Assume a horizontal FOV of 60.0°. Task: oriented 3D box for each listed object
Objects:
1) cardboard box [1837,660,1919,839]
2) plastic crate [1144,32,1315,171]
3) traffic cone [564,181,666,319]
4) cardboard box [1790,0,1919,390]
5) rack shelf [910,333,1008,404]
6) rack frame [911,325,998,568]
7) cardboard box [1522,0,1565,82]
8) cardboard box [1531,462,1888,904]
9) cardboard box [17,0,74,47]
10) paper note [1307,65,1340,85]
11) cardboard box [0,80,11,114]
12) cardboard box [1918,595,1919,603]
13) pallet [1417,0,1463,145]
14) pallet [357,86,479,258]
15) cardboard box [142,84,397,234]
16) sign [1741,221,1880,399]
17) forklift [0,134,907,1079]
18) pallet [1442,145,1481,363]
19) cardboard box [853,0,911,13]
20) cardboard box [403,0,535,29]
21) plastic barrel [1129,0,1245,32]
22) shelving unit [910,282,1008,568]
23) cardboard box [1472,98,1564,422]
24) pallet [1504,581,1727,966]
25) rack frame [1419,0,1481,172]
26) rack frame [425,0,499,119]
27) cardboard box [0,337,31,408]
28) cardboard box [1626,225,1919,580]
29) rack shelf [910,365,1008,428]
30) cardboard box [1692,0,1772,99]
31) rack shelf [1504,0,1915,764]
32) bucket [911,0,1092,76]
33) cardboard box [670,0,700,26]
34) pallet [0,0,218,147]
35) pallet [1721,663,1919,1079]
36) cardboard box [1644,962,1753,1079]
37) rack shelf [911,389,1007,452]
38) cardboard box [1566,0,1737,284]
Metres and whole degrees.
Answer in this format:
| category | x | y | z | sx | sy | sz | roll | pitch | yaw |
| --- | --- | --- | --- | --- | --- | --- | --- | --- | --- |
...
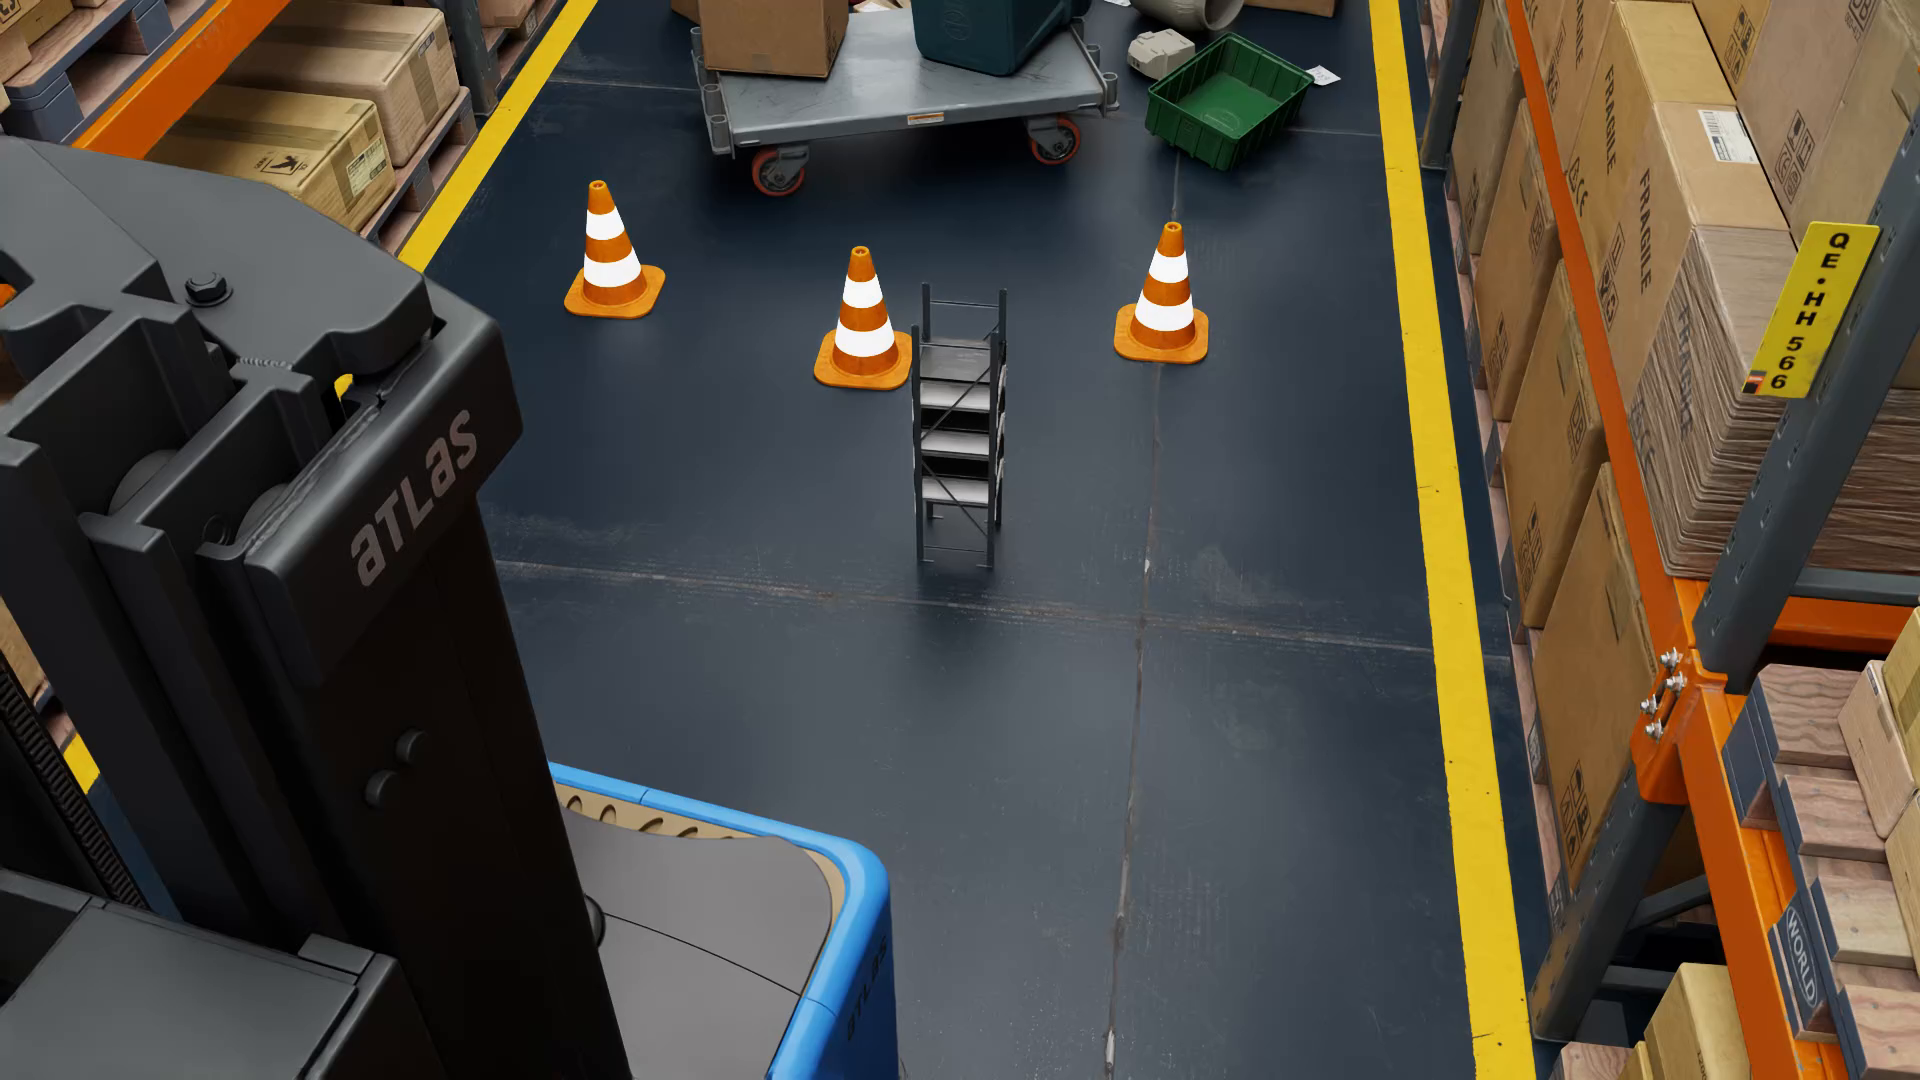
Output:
| category | x | y | z | sx | sy | sz | roll | pitch | yaw |
| --- | --- | --- | --- | --- | --- | --- | --- | --- | --- |
| cardboard box | 1.617 | 0.340 | 2.587 | 0.380 | 0.149 | 0.250 | 5 | 44 | 5 |
| plastic crate | 1.130 | -1.849 | 7.024 | 0.450 | 0.188 | 0.662 | 35 | 53 | 18 |
| traffic cone | -1.291 | -1.099 | 6.074 | 0.336 | 0.463 | 0.334 | 5 | 44 | 6 |
| cardboard box | 1.946 | -0.590 | 2.891 | 0.700 | 0.500 | 0.500 | 5 | 44 | 5 |
| rack shelf | -0.001 | -0.493 | 4.772 | 0.258 | 0.077 | 0.200 | 5 | 44 | 6 |
| rack frame | -0.015 | -0.252 | 4.862 | 0.240 | 0.900 | 0.006 | 5 | 44 | 6 |
| cardboard box | 1.934 | -1.629 | 4.716 | 0.500 | 0.500 | 0.500 | 5 | 44 | 5 |
| cardboard box | 2.046 | 0.372 | 4.006 | 1.050 | 0.750 | 0.750 | 5 | 44 | 5 |
| cardboard box | -2.654 | -1.457 | 4.485 | 0.380 | 0.149 | 0.250 | 7 | 44 | 7 |
| paper note | 1.596 | -2.074 | 7.418 | 0.147 | 0.020 | 0.142 | -24 | 48 | -23 |
| cardboard box | -2.607 | -1.090 | 4.097 | 0.380 | 0.149 | 0.250 | 5 | 44 | 6 |
| cardboard box | 1.623 | 0.138 | 2.368 | 0.380 | 0.149 | 0.250 | 5 | 44 | 6 |
| pallet | 2.583 | -2.110 | 7.325 | 1.003 | 0.211 | 1.213 | 5 | 44 | 6 |
| pallet | -2.616 | -1.449 | 6.627 | 1.003 | 0.211 | 1.213 | 5 | 44 | 6 |
| cardboard box | -2.673 | -1.343 | 6.093 | 0.950 | 0.372 | 0.625 | 8 | 44 | 8 |
| sign | 1.326 | -0.354 | 2.600 | 0.100 | 0.325 | 0.005 | 5 | 44 | 6 |
| forklift | -1.043 | 1.159 | 1.895 | 1.130 | 2.935 | 3.031 | 12 | 45 | 13 |
| pallet | 2.378 | -1.066 | 6.223 | 1.003 | 0.211 | 1.213 | 5 | 44 | 6 |
| cardboard box | -0.280 | -2.360 | 7.549 | 0.258 | 0.266 | 0.396 | -24 | 48 | -23 |
| cardboard box | -2.169 | -2.524 | 7.429 | 0.500 | 0.250 | 0.500 | 3 | 44 | 4 |
| plastic barrel | 1.035 | -2.589 | 7.676 | 0.421 | 0.421 | 0.512 | -32 | 52 | -29 |
| shelving unit | -0.001 | -0.321 | 4.935 | 0.258 | 0.900 | 0.210 | 5 | 44 | 6 |
| cardboard box | 2.281 | -0.859 | 5.306 | 1.050 | 0.750 | 0.750 | 5 | 44 | 6 |
| pallet | 2.055 | 0.597 | 4.466 | 1.003 | 0.211 | 1.213 | 5 | 44 | 6 |
| rack frame | 2.405 | -2.612 | 5.826 | 1.000 | 3.000 | 0.127 | 5 | 44 | 6 |
| rack frame | -2.515 | -2.993 | 6.229 | 1.000 | 3.000 | 0.127 | 5 | 44 | 6 |
| cardboard box | -2.869 | -0.353 | 5.047 | 0.950 | 0.372 | 0.625 | 4 | 44 | 5 |
| cardboard box | 1.670 | -0.253 | 3.263 | 0.500 | 0.500 | 0.500 | 5 | 44 | 6 |
| rack shelf | -0.001 | -0.428 | 4.834 | 0.258 | 0.077 | 0.200 | 5 | 44 | 6 |
| cardboard box | 2.077 | -1.285 | 3.625 | 0.700 | 0.500 | 0.500 | 5 | 44 | 5 |
| rack shelf | 2.141 | -0.987 | 4.634 | 1.077 | 0.370 | 4.000 | 5 | 44 | 6 |
| bucket | 0.138 | -2.277 | 6.749 | 0.726 | 0.611 | 0.620 | 20 | 57 | 20 |
| cardboard box | -1.024 | -2.692 | 7.728 | 0.500 | 0.500 | 0.500 | -32 | 52 | -29 |
| pallet | -2.823 | -1.550 | 4.845 | 1.003 | 0.211 | 1.213 | 5 | 44 | 6 |
| pallet | 1.888 | 0.680 | 2.490 | 1.213 | 0.211 | 1.003 | 5 | 44 | 6 |
| cardboard box | 1.545 | 1.045 | 2.932 | 0.500 | 0.250 | 0.500 | 3 | 44 | 4 |
| rack shelf | -0.001 | -0.362 | 4.896 | 0.258 | 0.077 | 0.200 | 5 | 44 | 6 |
| cardboard box | 1.803 | -0.934 | 3.982 | 0.500 | 0.500 | 0.500 | 5 | 44 | 5 |
